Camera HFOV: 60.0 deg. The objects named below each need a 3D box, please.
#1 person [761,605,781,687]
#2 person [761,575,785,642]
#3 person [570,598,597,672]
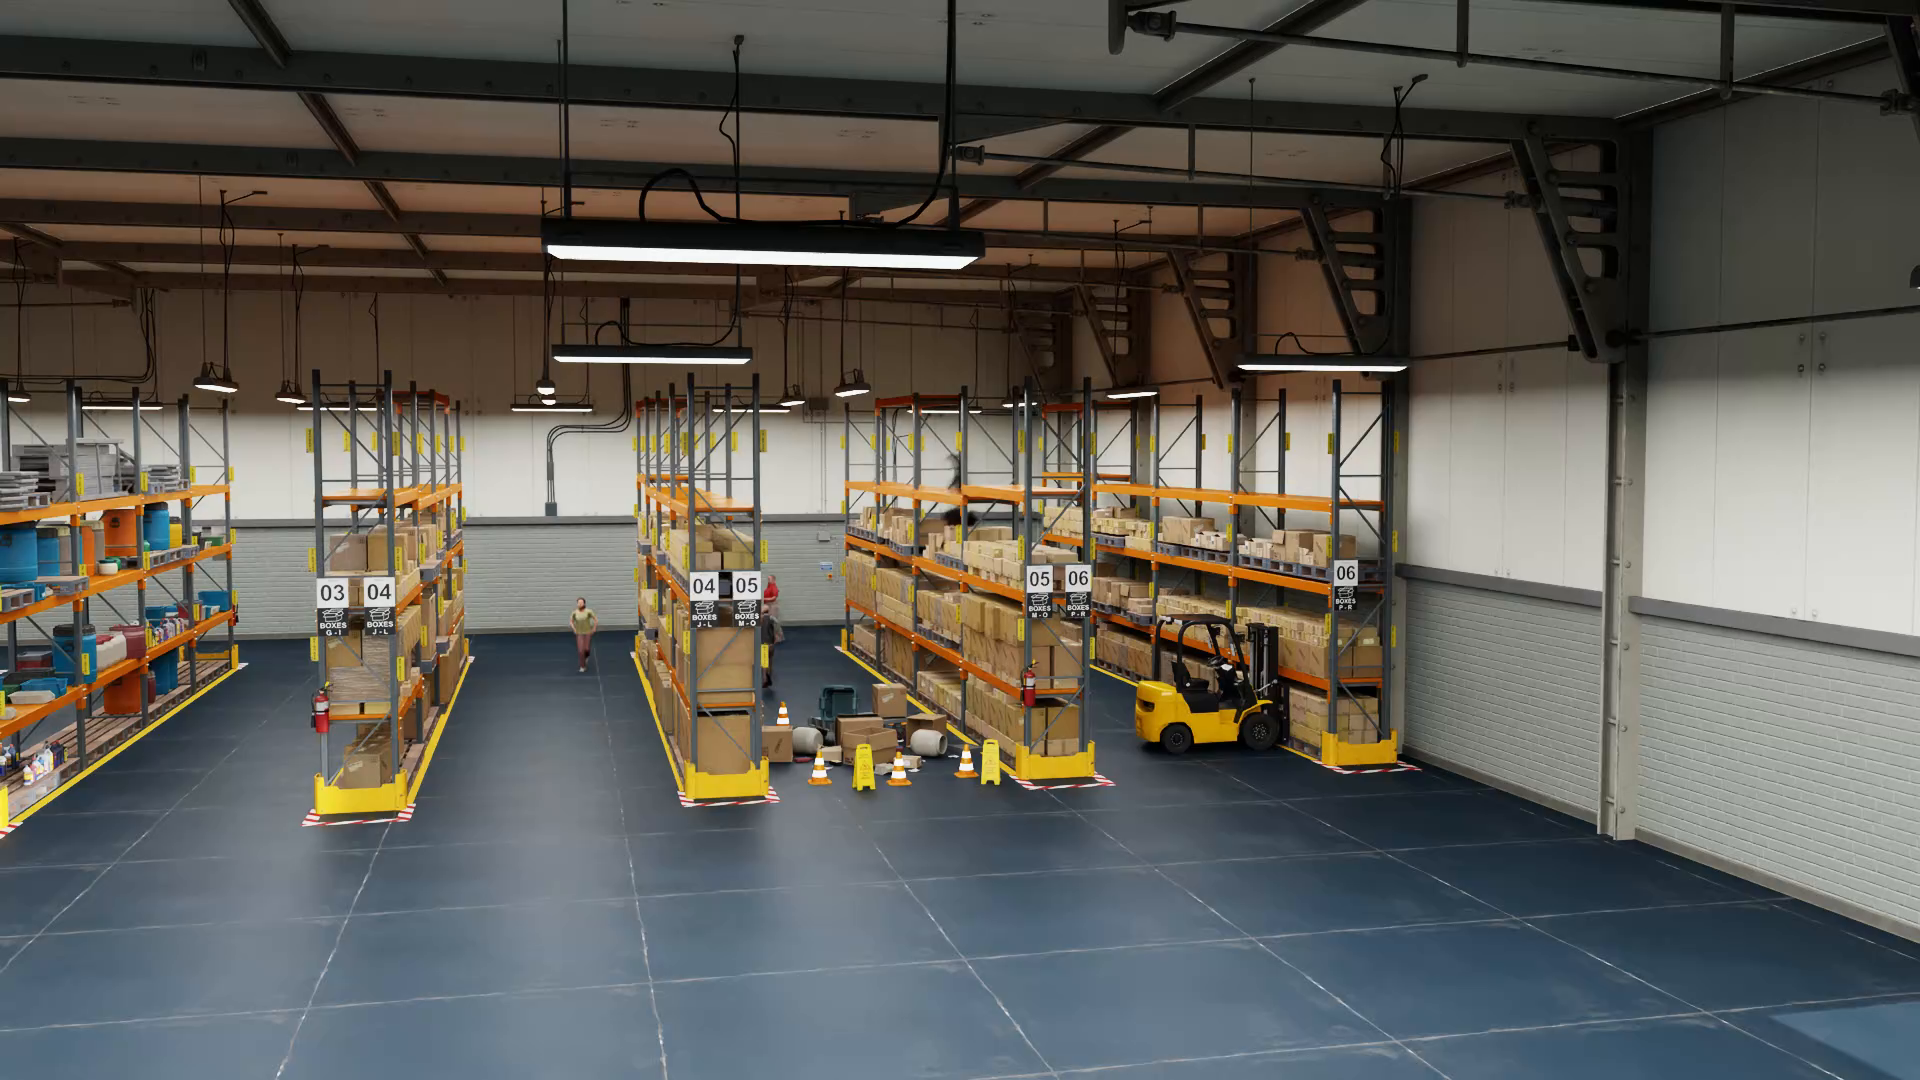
[{"bbox_3d":[-4.007,2.188,34.118,0.646,1.686,0.921,0,3,-8],"label":"person"},{"bbox_3d":[-4.758,1.750,41.659,0.726,1.760,0.635,-2,4,-32],"label":"person"},{"bbox_3d":[-8.304,2.079,36.670,0.592,1.635,0.621,0,3,-5],"label":"person"}]
